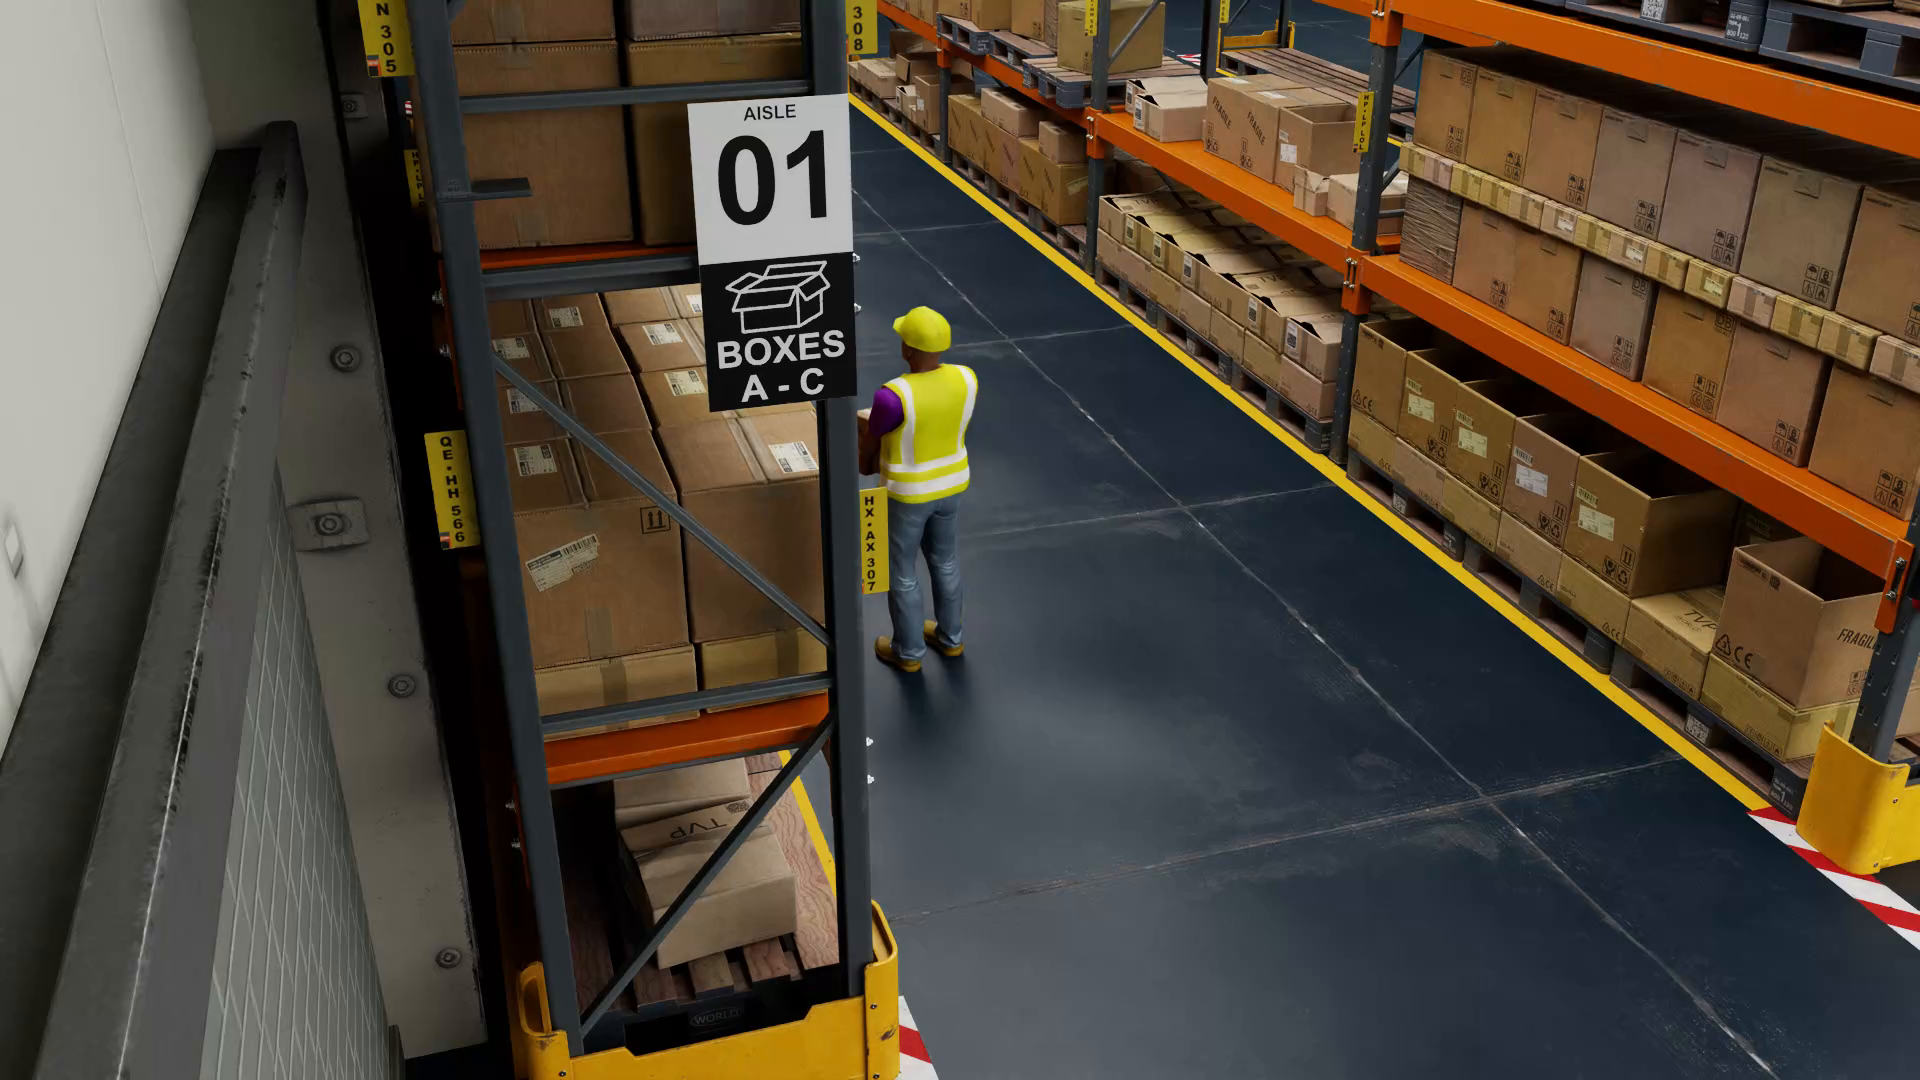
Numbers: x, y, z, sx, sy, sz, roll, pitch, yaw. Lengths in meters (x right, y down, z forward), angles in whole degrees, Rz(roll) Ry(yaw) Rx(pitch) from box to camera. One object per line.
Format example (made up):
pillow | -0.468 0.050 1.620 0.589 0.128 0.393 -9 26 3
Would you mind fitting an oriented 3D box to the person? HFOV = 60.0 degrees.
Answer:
person | -0.233 -0.262 7.628 0.502 1.760 0.577 -17 31 -31
